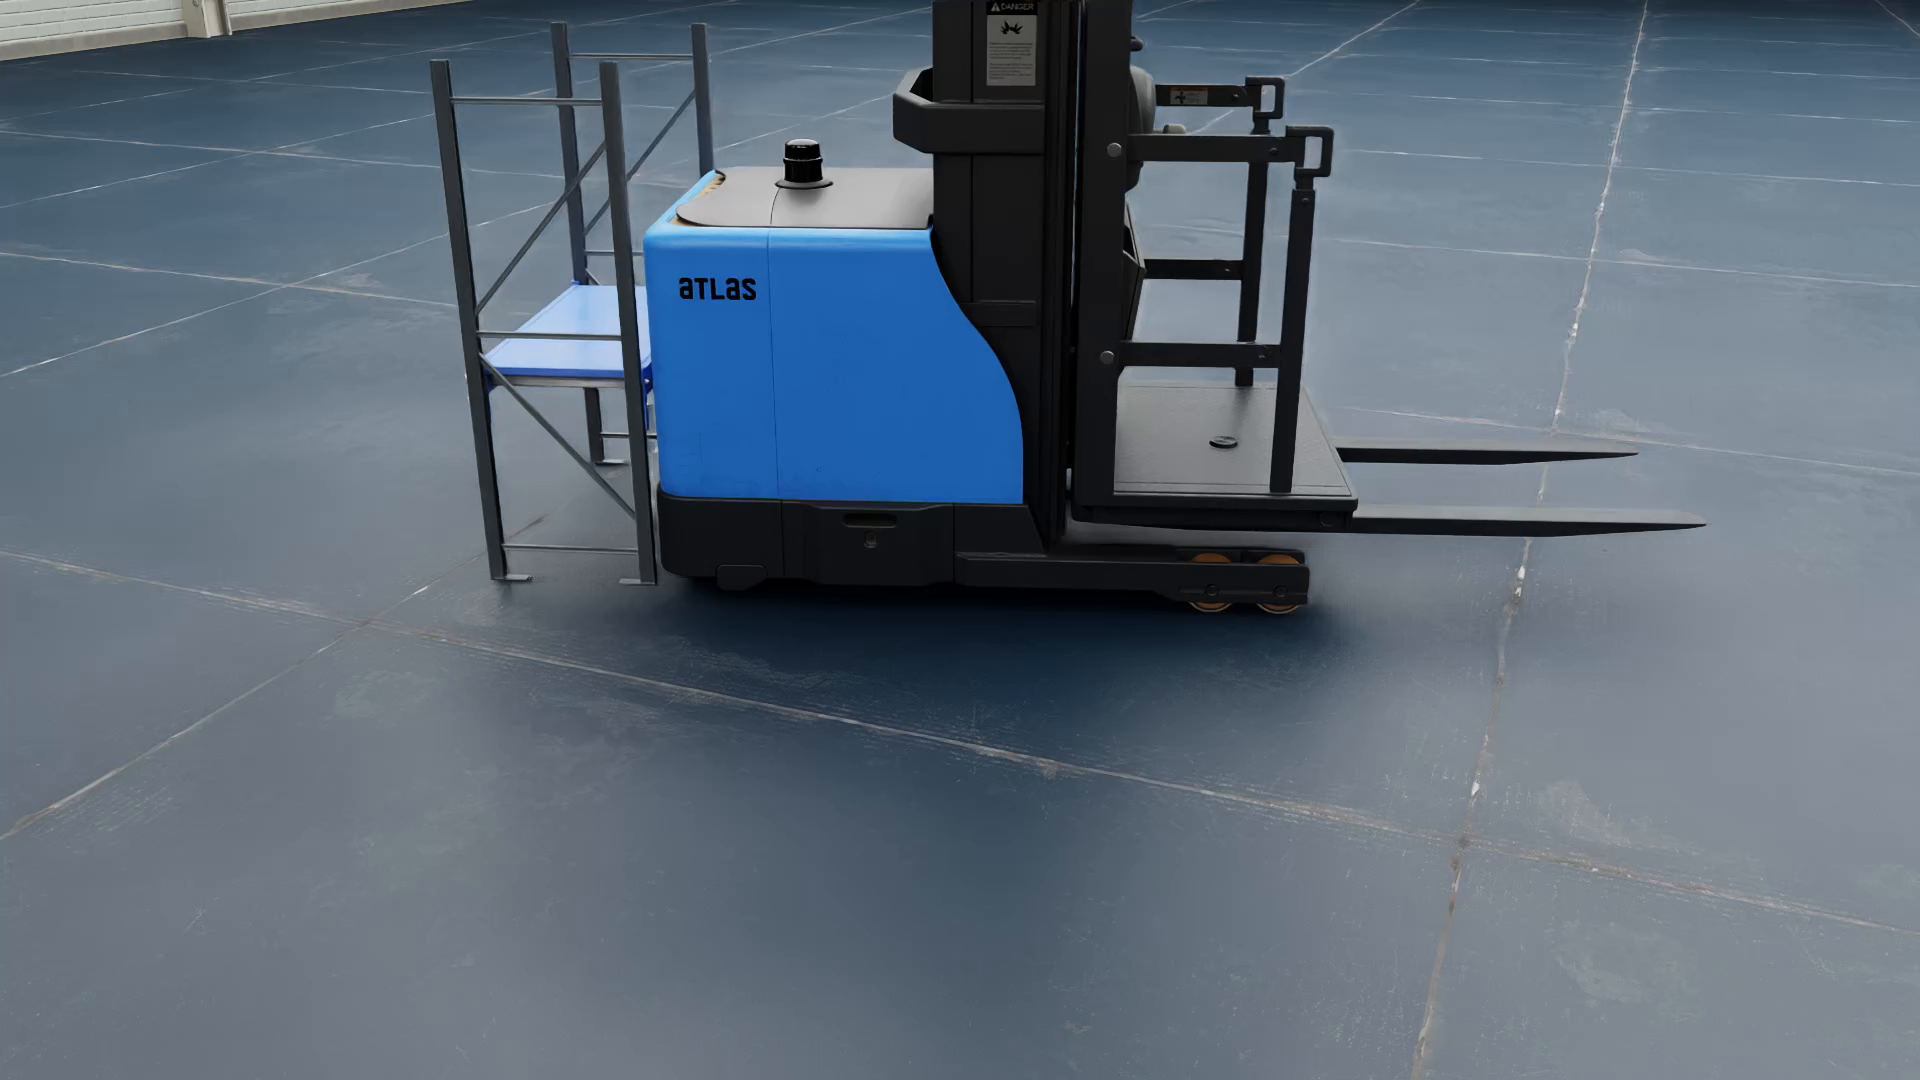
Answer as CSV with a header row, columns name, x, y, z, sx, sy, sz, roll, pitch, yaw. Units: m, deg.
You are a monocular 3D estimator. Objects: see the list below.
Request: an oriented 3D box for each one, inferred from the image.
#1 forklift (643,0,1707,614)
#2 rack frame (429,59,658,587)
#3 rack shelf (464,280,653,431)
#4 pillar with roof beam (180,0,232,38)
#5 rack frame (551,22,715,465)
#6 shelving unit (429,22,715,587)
name,x,y,z,sx,sy,sz,roll,pitch,yaw
forklift,0.656,-1.353,4.686,3.031,2.935,1.130,1,23,3
rack frame,-1.150,-0.569,4.666,0.500,1.500,0.032,2,23,5
rack shelf,-1.104,-0.598,5.203,0.538,0.185,1.000,2,23,5
pillar with roof beam,-4.659,-9.356,15.973,9.100,9.000,0.400,9,24,20
rack frame,-1.059,-0.959,5.601,0.500,1.500,0.032,2,23,5
shelving unit,-1.104,-0.764,5.133,0.538,1.500,1.048,2,23,5
